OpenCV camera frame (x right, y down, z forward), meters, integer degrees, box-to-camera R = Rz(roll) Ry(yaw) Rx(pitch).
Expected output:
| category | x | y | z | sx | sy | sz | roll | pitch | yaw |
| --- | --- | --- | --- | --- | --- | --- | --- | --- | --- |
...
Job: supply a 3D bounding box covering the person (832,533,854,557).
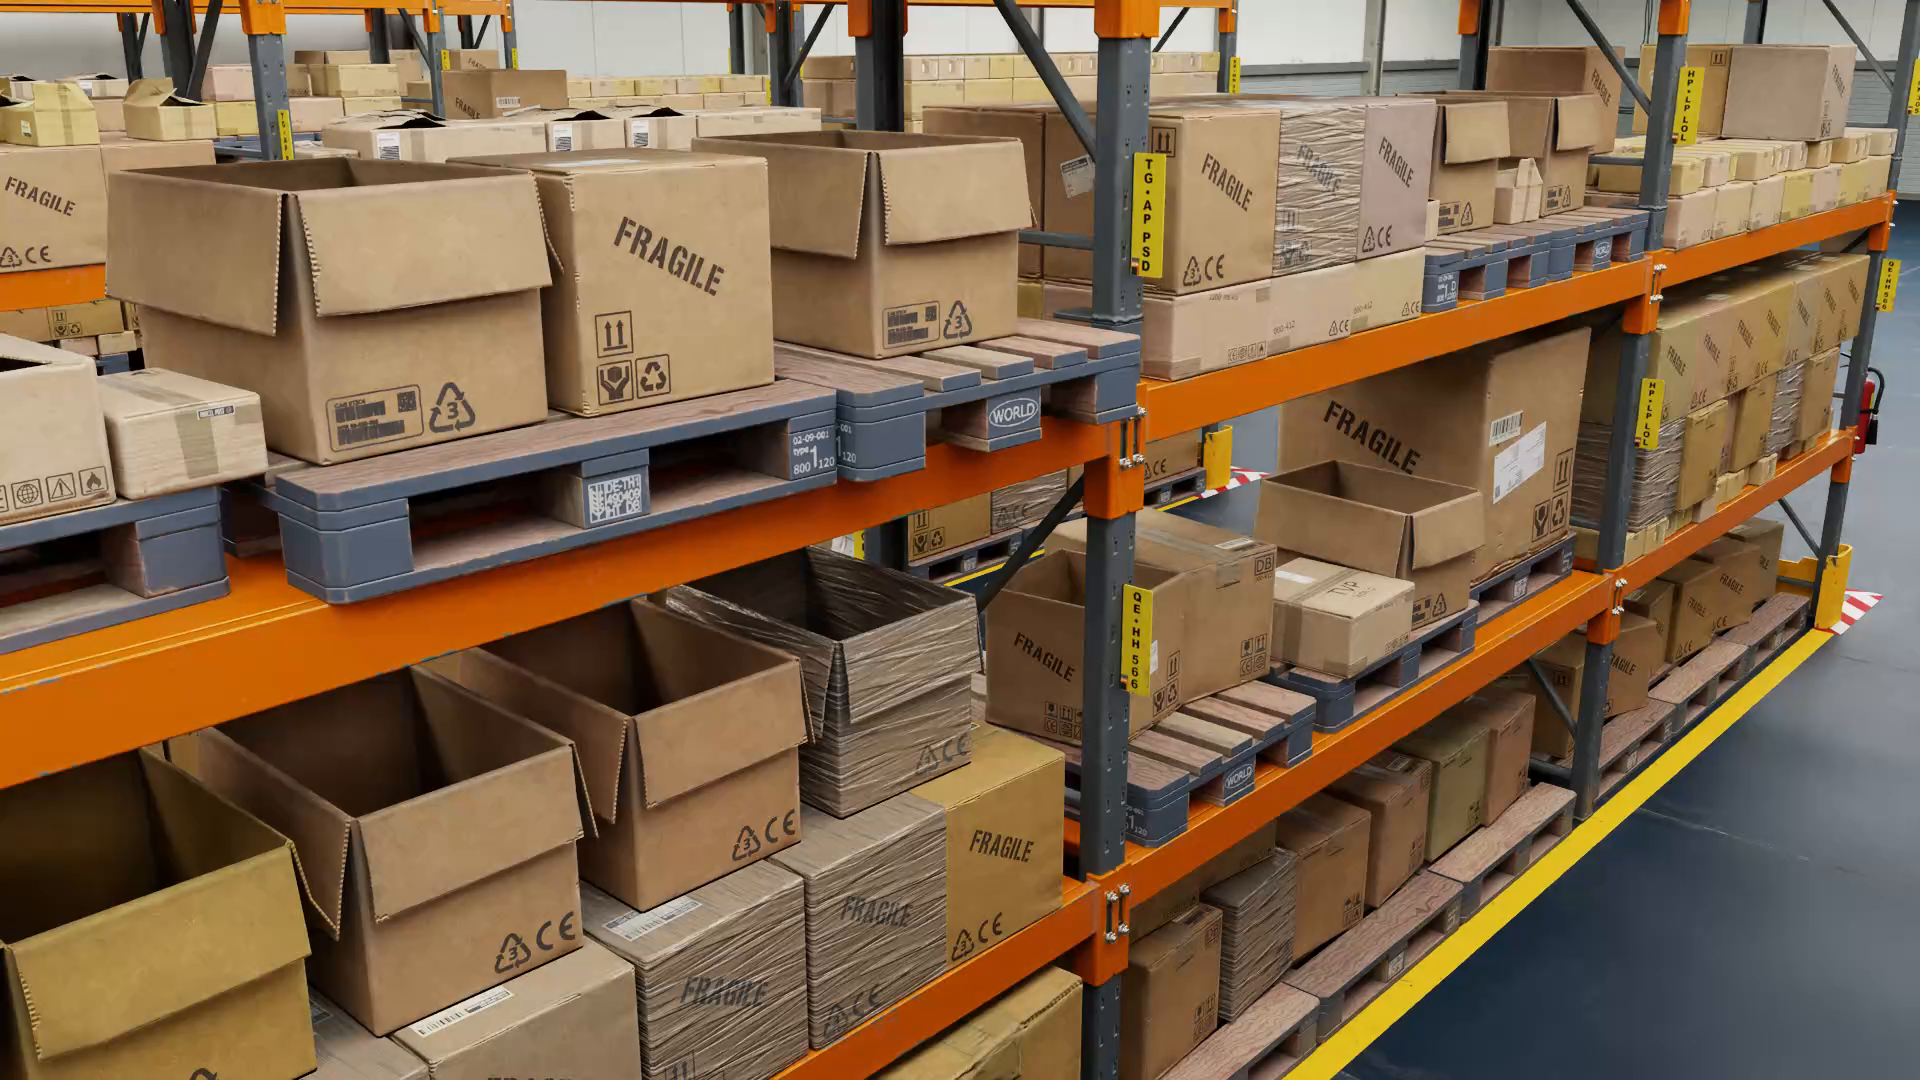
| category | x | y | z | sx | sy | sz | roll | pitch | yaw |
| --- | --- | --- | --- | --- | --- | --- | --- | --- | --- |
| person | -0.534 | 0.174 | 9.483 | 0.528 | 1.656 | 0.375 | 15 | 22 | 40 |
